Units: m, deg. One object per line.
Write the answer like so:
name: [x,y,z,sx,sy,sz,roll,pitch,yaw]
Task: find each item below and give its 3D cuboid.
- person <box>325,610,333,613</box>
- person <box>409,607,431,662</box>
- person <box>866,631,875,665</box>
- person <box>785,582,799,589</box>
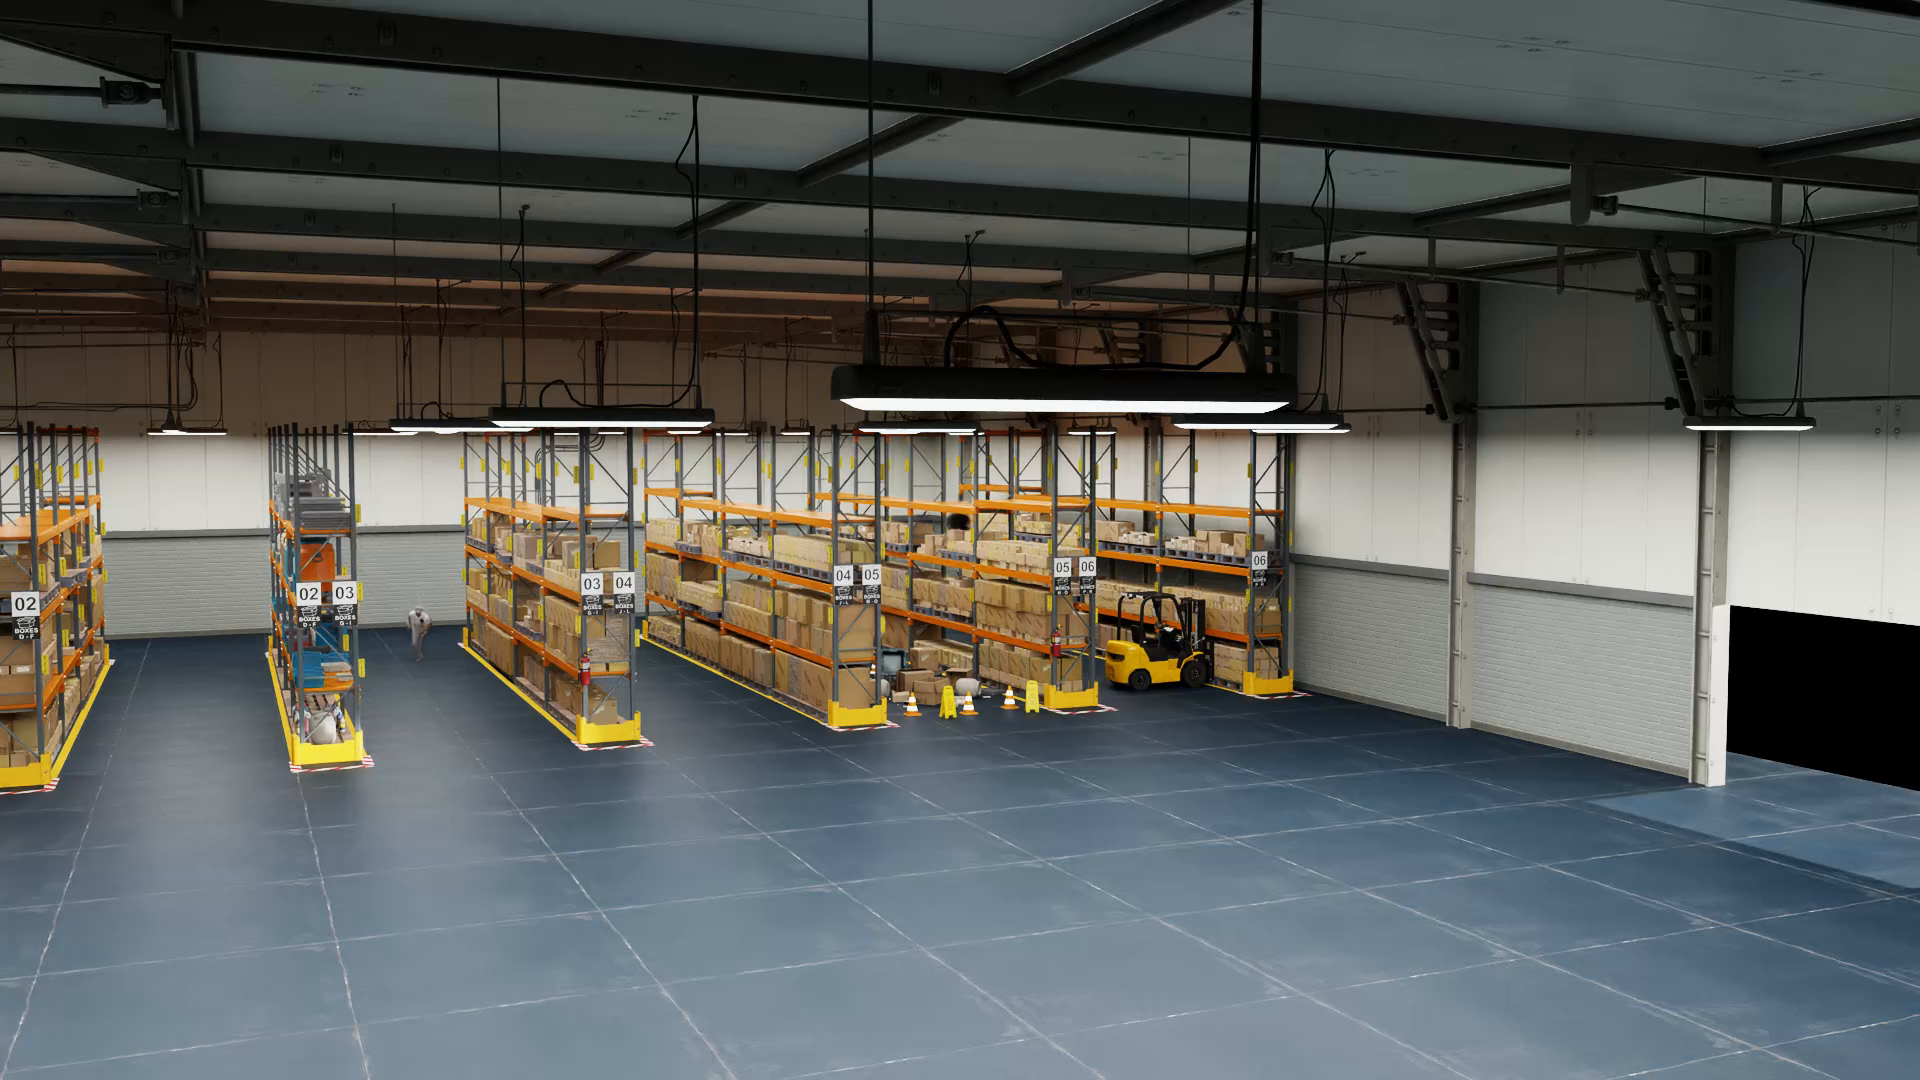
person: [-17.775,2.054,46.479,0.701,1.721,0.802,1,4,20]
person: [-13.931,2.402,42.958,0.564,1.454,1.099,-1,4,-10]
person: [-2.284,2.466,41.890,0.538,1.418,0.963,-1,4,-14]
person: [-5.110,1.710,51.248,0.855,1.824,0.669,-2,4,-35]
